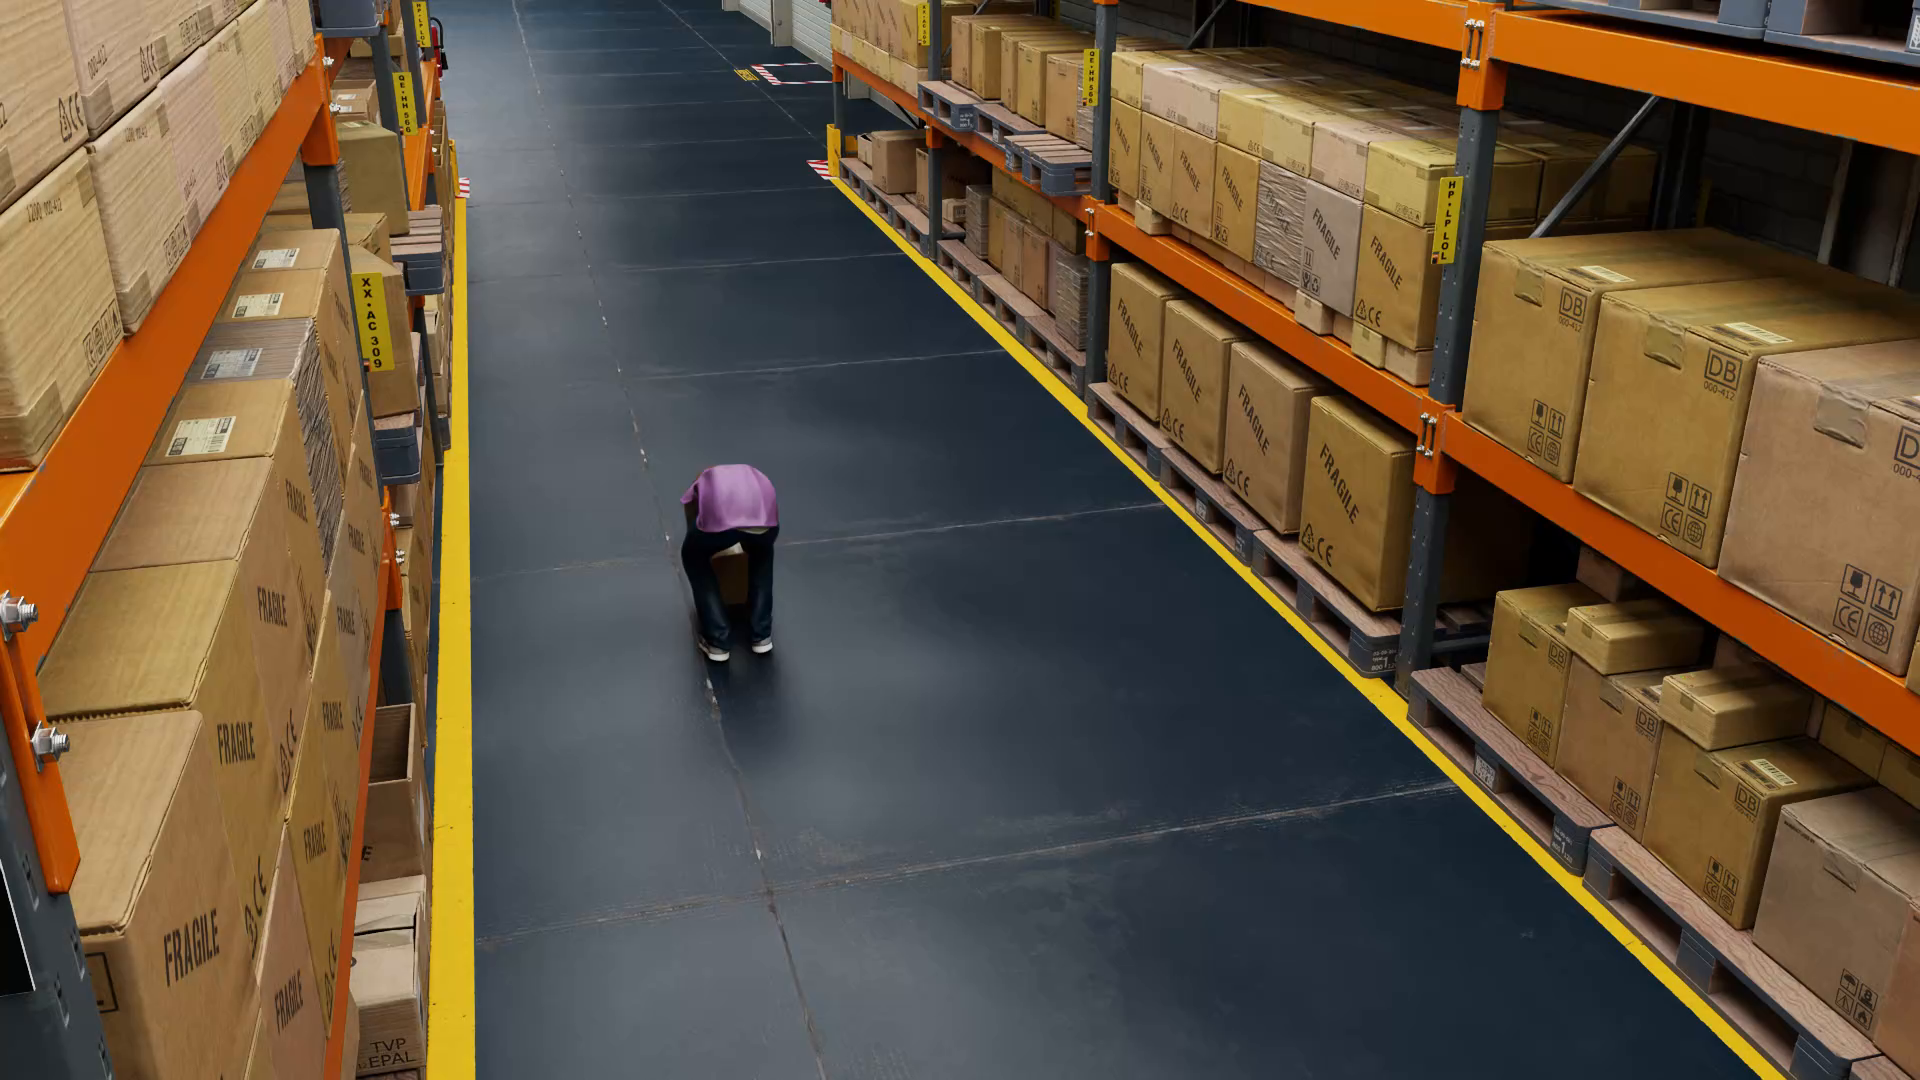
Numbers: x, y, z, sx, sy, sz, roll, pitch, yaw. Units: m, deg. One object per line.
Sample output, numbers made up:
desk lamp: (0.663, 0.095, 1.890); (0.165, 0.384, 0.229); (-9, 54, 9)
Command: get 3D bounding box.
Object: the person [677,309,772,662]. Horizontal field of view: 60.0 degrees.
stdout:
person: (-1.008, -0.256, 7.212); (0.403, 1.595, 0.494); (-6, 24, -14)
